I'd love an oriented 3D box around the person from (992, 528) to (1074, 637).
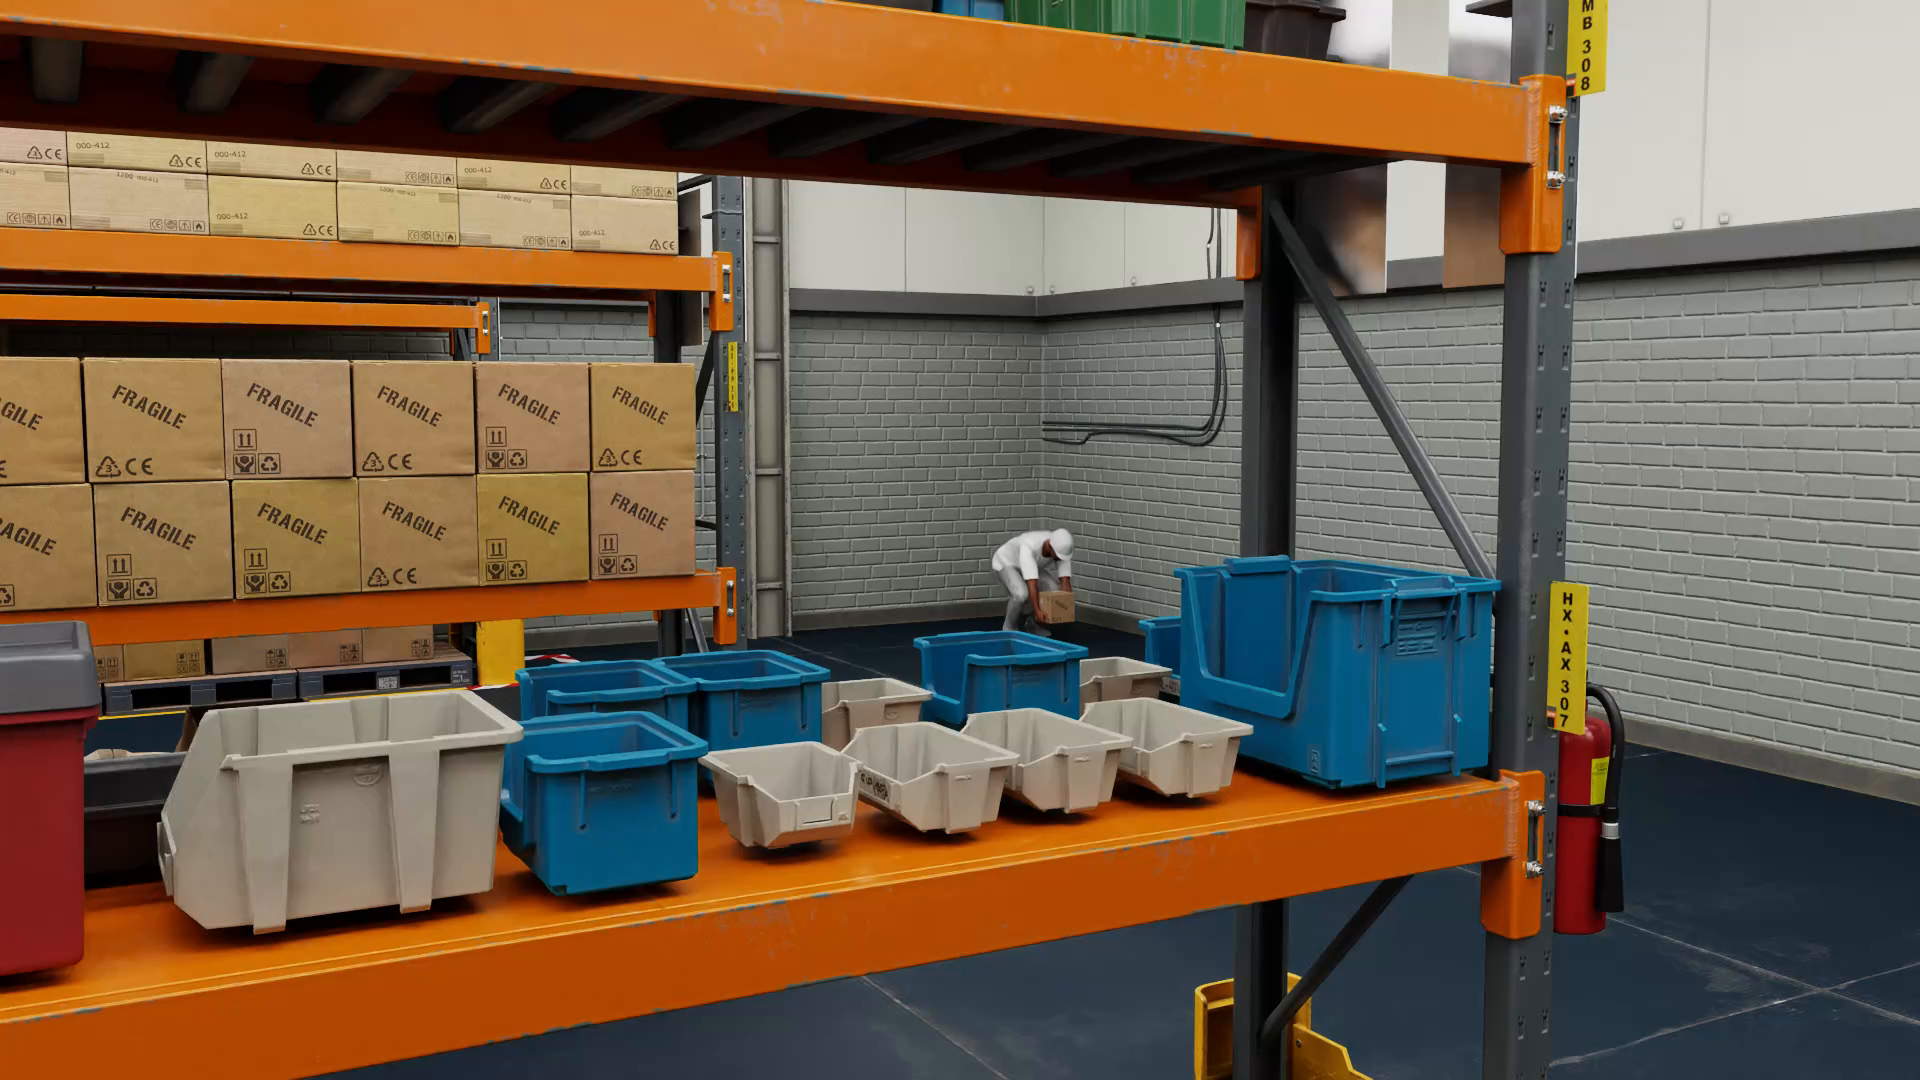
[{"bbox_3d":[0.679,0.378,14.646,0.534,1.013,0.944,-3,6,-31],"label":"person"}]
